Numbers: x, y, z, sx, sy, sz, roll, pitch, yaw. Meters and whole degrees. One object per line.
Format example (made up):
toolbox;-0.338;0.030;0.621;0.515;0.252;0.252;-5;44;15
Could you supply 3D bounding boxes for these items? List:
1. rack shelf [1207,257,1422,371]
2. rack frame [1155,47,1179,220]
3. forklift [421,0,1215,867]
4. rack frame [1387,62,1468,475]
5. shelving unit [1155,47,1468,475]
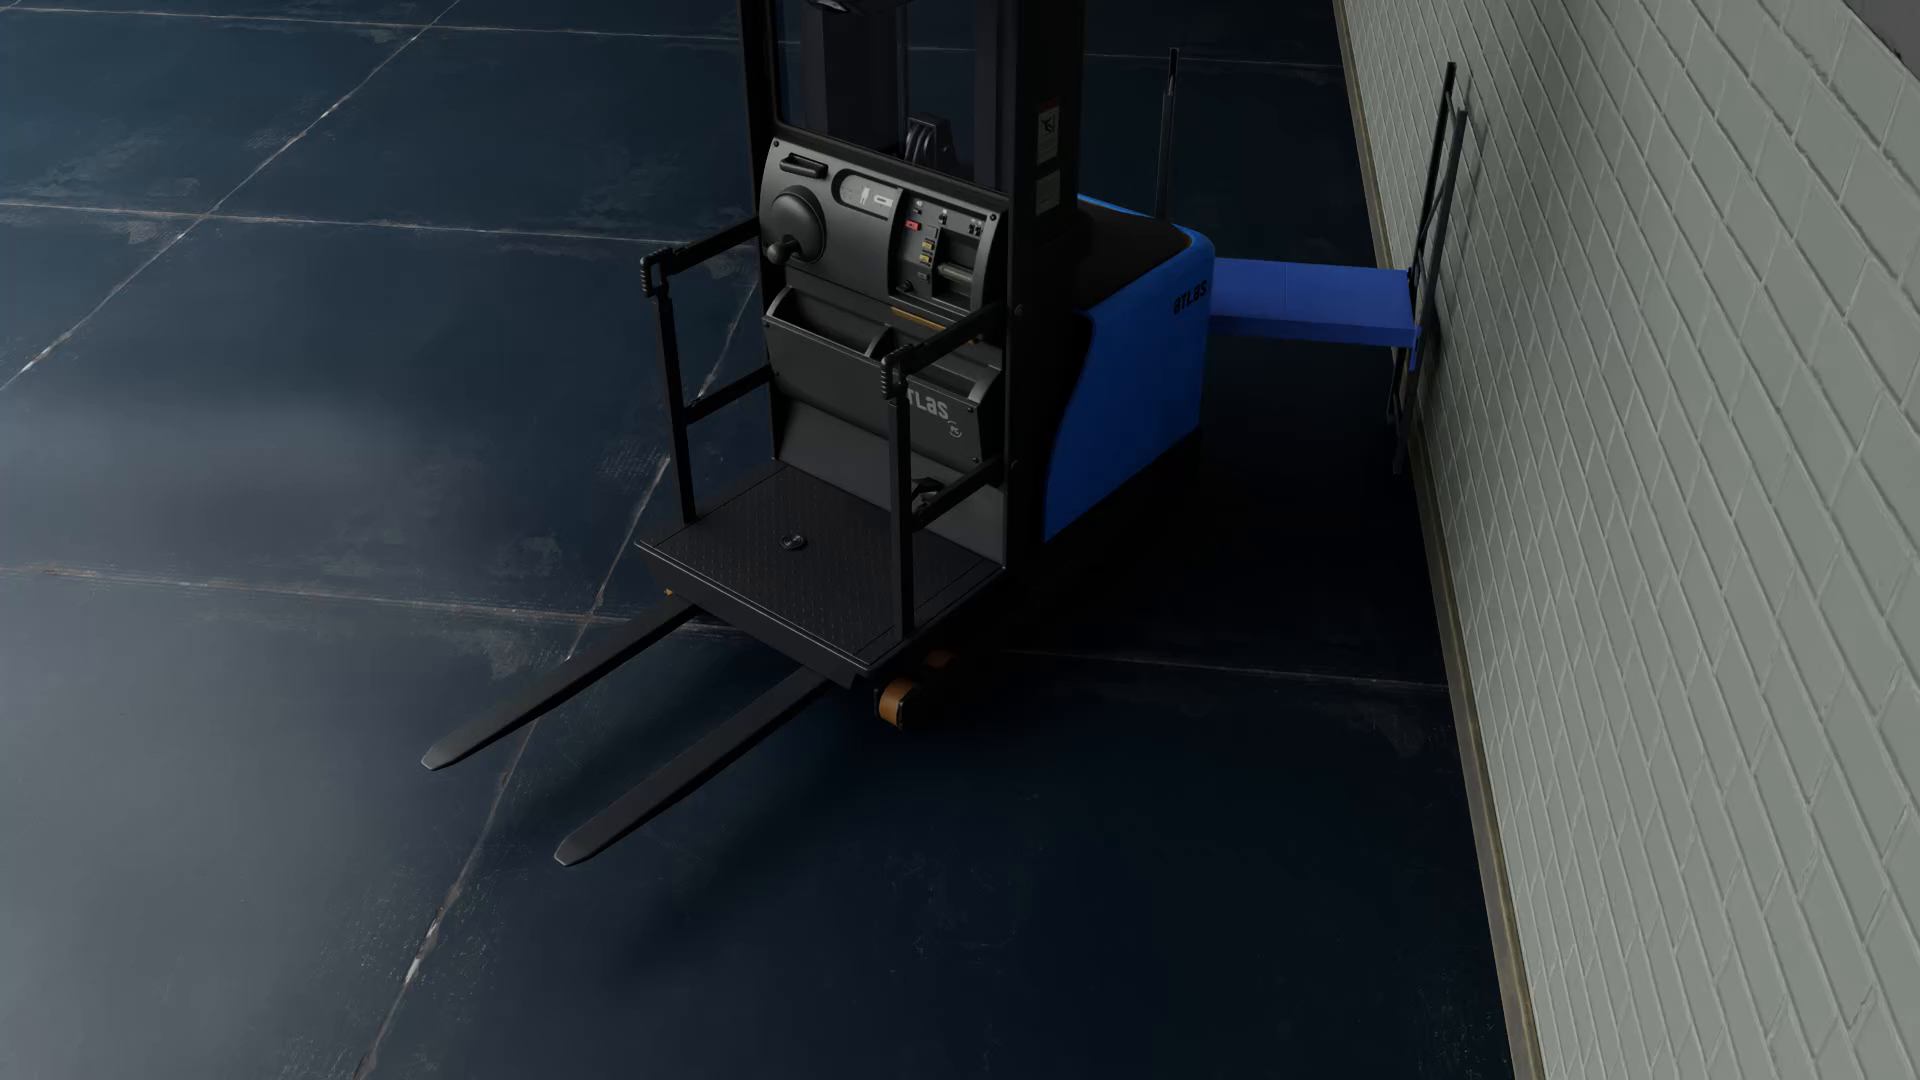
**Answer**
rack shelf;1.275;-0.911;6.545;1.000;0.185;0.538;5;36;7
rack frame;0.773;-1.103;6.504;0.032;1.500;0.500;5;36;7
forklift;-0.393;-0.912;5.005;1.130;2.935;3.031;25;43;31
rack frame;1.777;-1.012;6.377;0.032;1.500;0.500;5;36;7
shelving unit;1.275;-1.057;6.441;1.048;1.500;0.538;5;36;7
